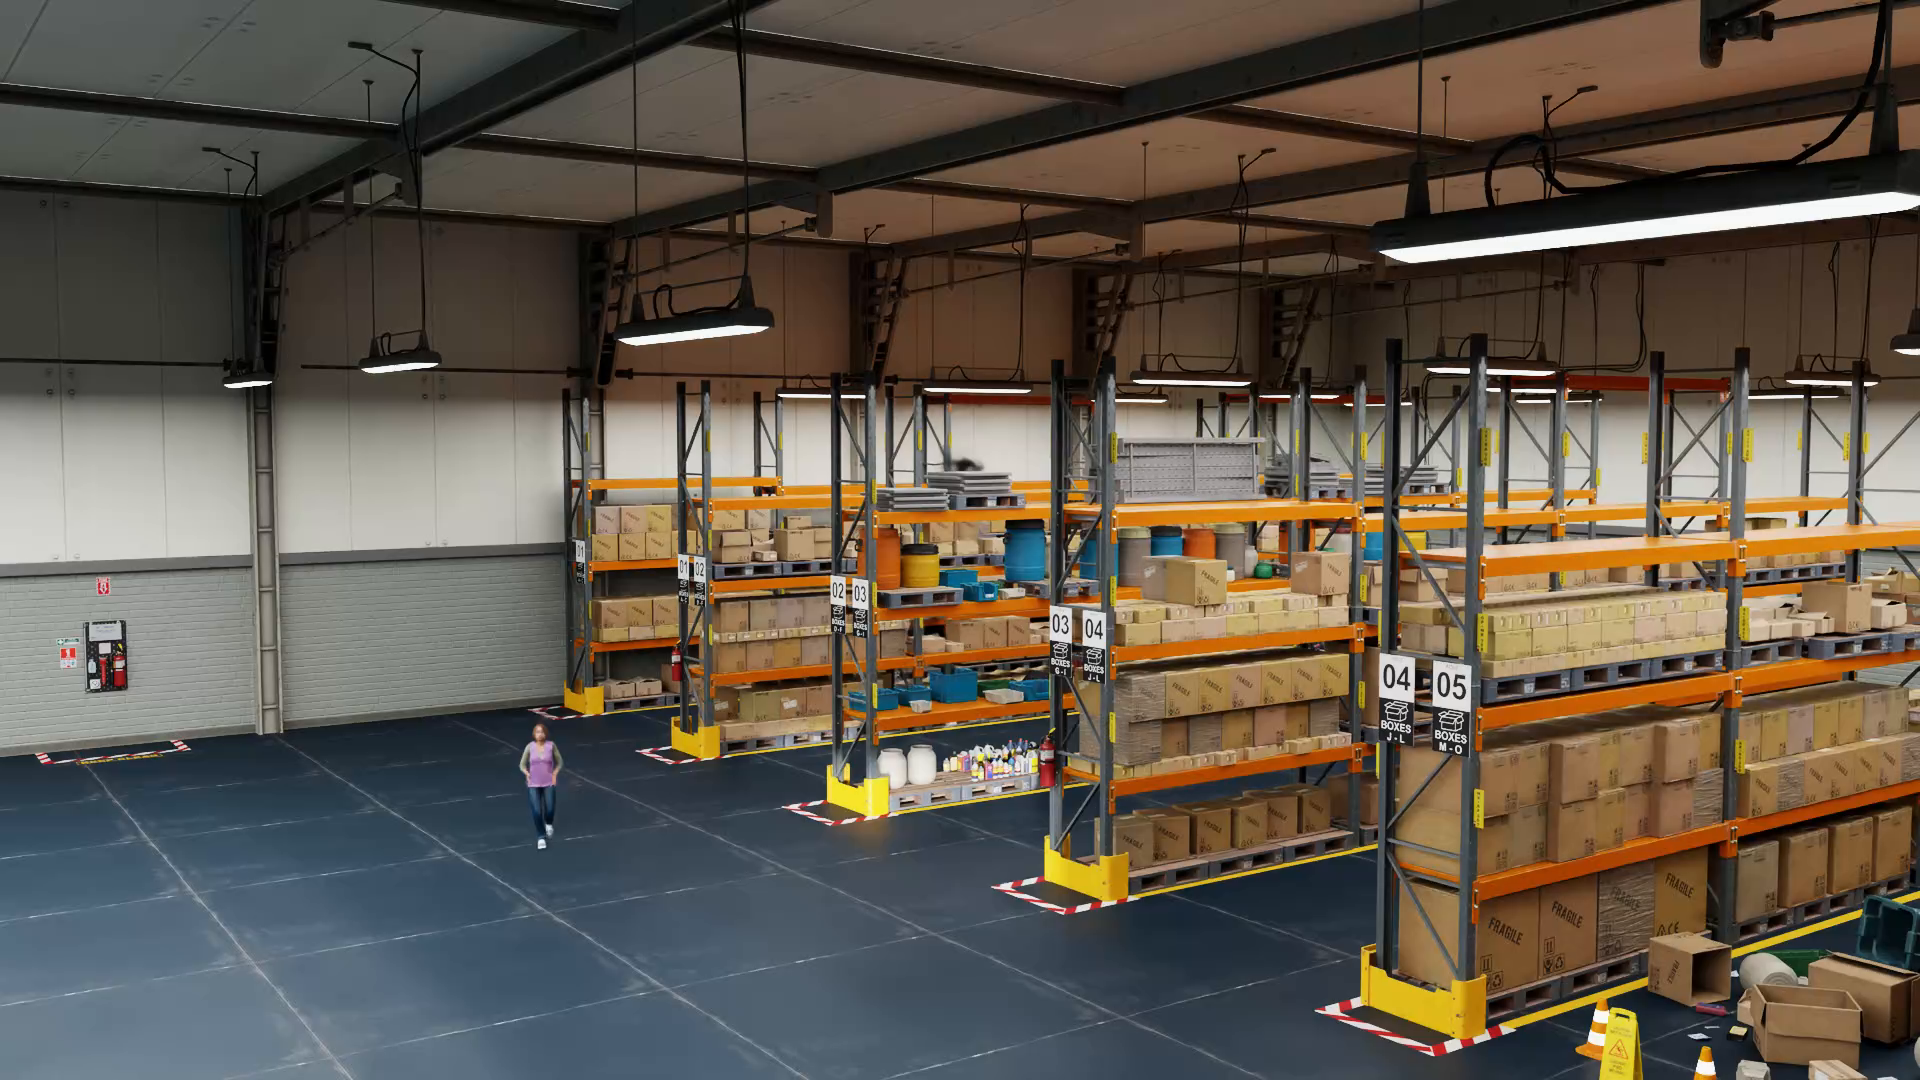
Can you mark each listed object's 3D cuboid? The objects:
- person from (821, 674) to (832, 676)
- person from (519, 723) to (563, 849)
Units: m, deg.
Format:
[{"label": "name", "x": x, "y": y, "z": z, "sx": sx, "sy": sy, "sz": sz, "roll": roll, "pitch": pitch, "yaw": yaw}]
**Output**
[{"label": "person", "x": -2.346, "y": 2.325, "z": 30.102, "sx": 0.835, "sy": 1.736, "sz": 0.716, "roll": -3, "pitch": 4, "yaw": -34}, {"label": "person", "x": -5.219, "y": 3.058, "z": 20.720, "sx": 0.532, "sy": 1.551, "sz": 0.559, "roll": -1, "pitch": 4, "yaw": -14}]
